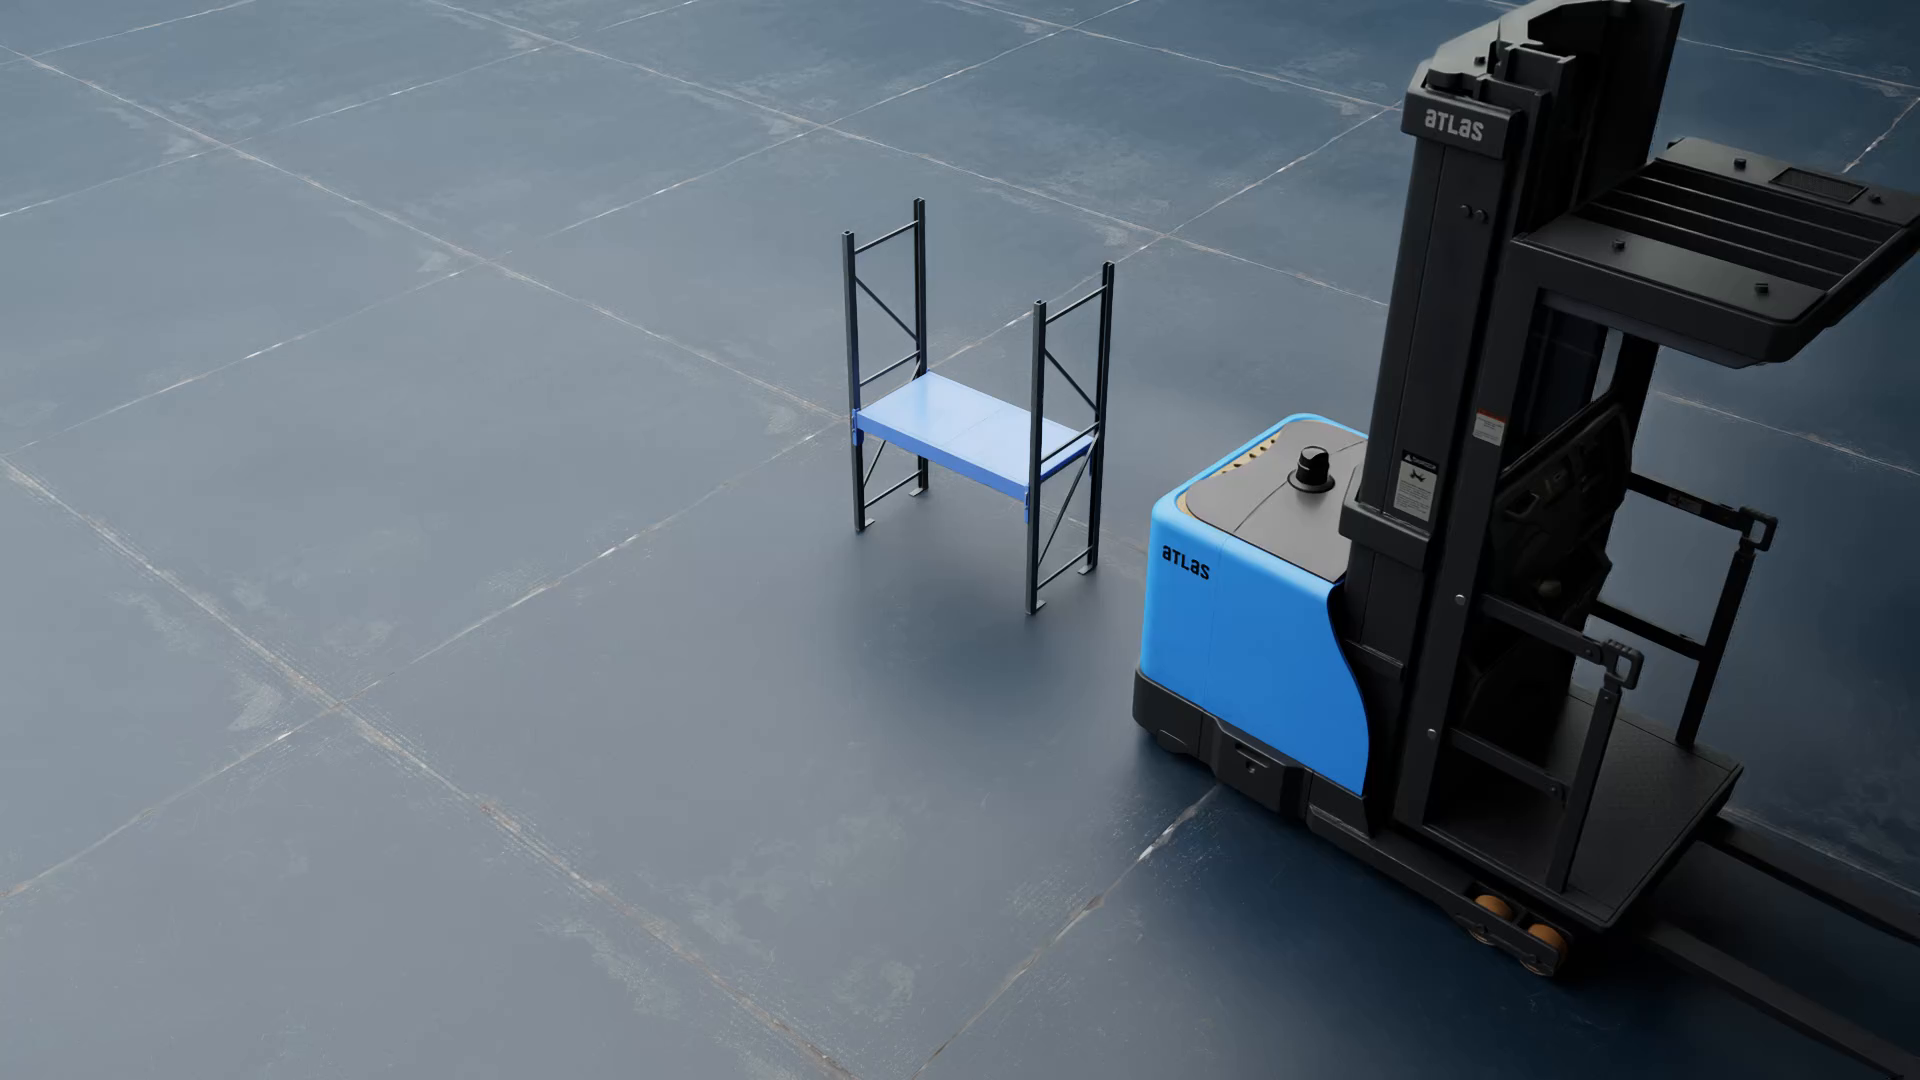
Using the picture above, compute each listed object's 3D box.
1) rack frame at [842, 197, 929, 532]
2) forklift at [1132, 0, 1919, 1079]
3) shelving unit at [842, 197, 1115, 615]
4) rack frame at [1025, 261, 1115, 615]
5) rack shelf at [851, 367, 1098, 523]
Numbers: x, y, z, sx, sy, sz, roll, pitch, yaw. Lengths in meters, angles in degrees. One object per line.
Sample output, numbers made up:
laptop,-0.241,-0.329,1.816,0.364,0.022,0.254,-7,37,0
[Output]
rack frame,-0.325,-0.771,7.549,0.032,1.500,0.500,25,42,32
forklift,2.100,-0.078,5.275,3.031,2.935,1.130,28,43,35
shelving unit,0.066,-0.587,7.280,1.048,1.500,0.538,25,42,32
rack frame,0.456,-0.403,7.012,0.032,1.500,0.500,25,42,32
rack shelf,0.066,-0.439,7.382,1.000,0.185,0.538,25,42,32
